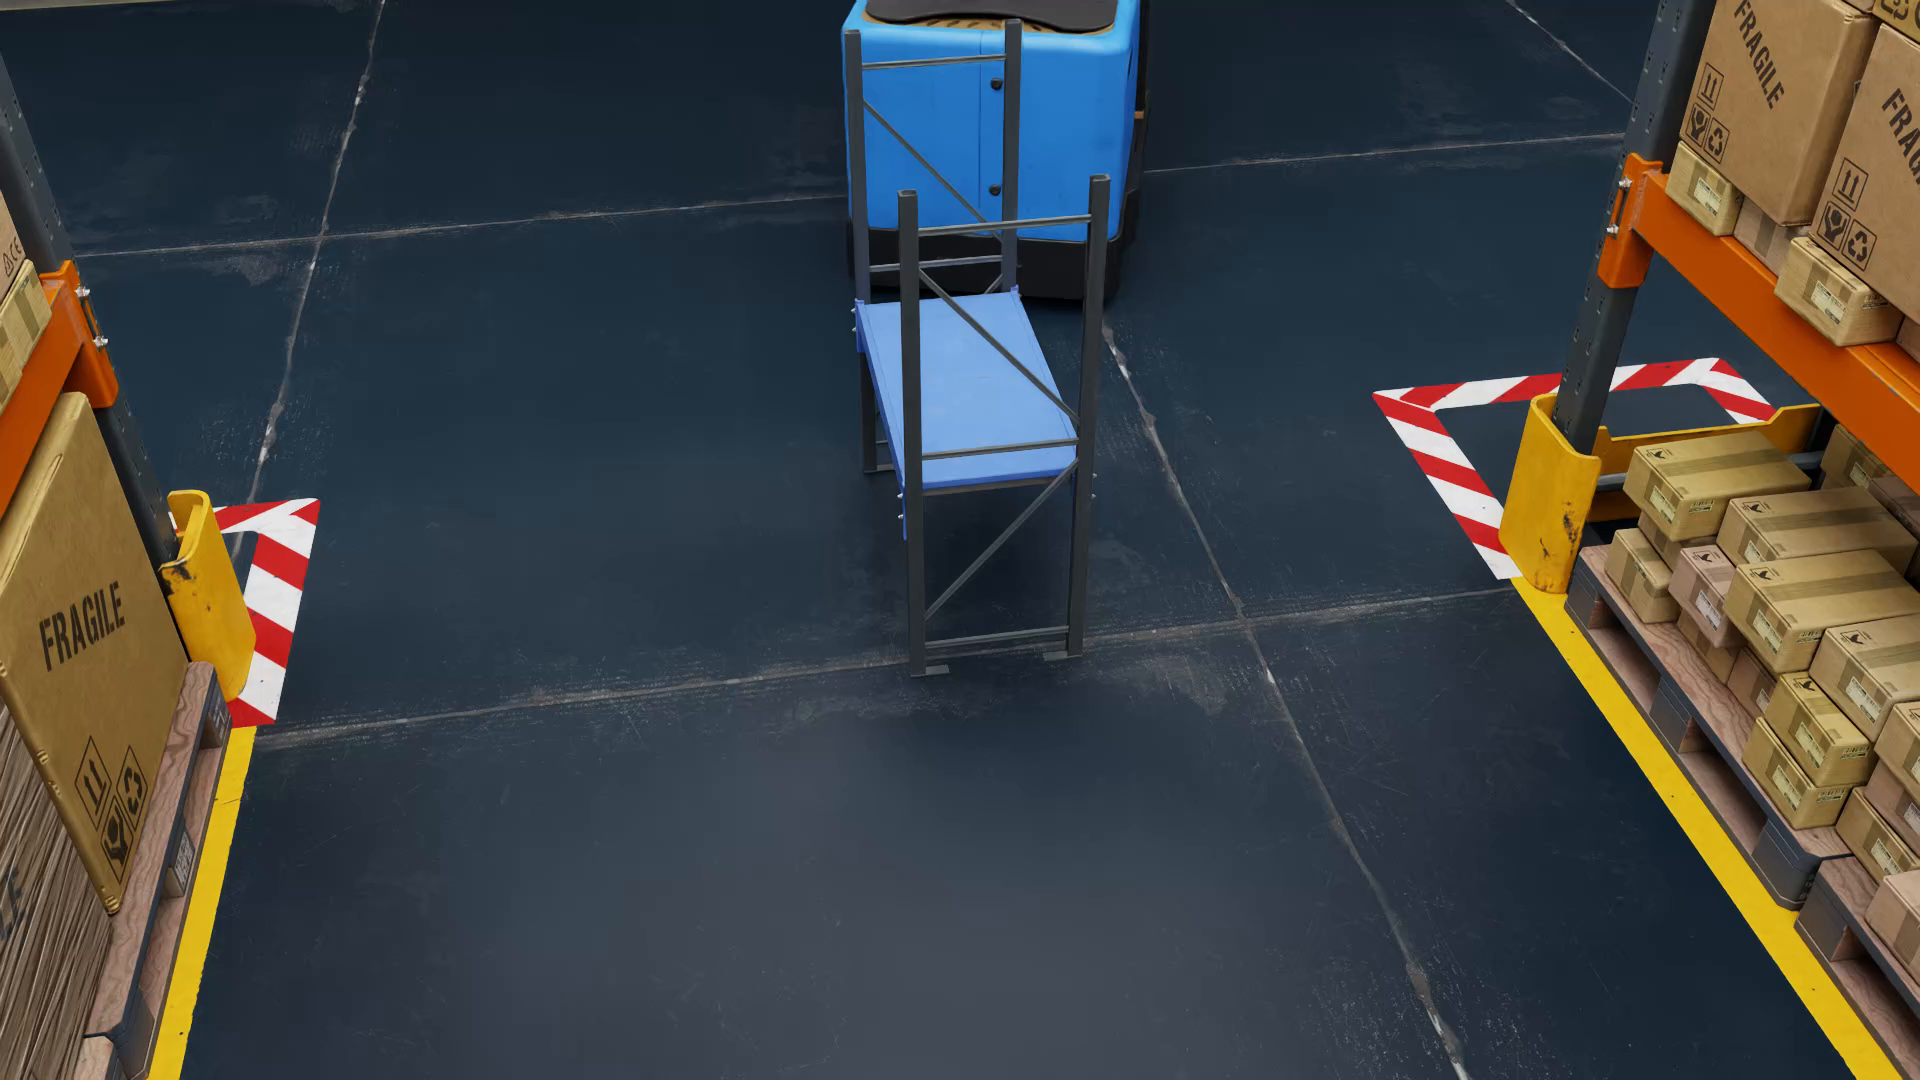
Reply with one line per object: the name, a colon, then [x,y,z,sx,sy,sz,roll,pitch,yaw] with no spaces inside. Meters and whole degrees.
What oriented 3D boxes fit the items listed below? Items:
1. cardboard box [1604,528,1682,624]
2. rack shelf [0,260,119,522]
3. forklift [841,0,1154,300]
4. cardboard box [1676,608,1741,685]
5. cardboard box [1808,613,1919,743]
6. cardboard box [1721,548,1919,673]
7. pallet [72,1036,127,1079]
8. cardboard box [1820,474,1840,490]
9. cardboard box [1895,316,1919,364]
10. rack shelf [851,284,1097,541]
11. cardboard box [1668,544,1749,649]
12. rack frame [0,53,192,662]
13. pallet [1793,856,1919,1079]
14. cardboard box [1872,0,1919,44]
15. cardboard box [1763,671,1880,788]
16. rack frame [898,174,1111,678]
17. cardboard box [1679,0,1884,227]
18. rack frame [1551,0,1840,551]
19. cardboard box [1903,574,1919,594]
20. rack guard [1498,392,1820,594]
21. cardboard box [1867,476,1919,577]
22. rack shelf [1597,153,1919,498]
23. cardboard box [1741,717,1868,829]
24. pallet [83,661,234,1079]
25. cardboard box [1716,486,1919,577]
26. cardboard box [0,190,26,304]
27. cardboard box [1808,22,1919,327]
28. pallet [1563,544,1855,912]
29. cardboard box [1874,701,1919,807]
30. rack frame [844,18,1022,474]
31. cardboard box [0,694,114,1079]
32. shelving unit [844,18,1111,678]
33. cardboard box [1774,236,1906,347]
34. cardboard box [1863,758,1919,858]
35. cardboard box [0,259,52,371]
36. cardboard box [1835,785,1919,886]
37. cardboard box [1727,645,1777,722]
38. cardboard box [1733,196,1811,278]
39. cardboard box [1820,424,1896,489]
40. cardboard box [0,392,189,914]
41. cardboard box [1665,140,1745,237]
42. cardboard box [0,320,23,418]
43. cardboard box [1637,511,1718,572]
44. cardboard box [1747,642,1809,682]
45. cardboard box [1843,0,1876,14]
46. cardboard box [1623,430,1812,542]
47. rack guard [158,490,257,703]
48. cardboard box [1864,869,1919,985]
cardboard box: [2.060,0.084,4.678,0.380,0.149,0.250,-5,38,-7]
rack shelf: [-2.267,0.738,2.441,1.077,0.370,4.000,-6,38,-8]
forklift: [0.287,-2.962,6.674,1.130,2.935,3.031,5,38,7]
cardboard box: [2.186,0.234,4.486,0.380,0.149,0.250,-6,38,-8]
cardboard box: [2.250,0.312,3.900,0.380,0.149,0.250,-8,39,-10]
cardboard box: [2.125,0.171,4.081,0.380,0.149,0.250,-6,38,-8]
pallet: [-2.190,1.557,3.074,1.003,0.211,1.213,-6,38,-8]
cardboard box: [2.657,-0.096,4.667,0.380,0.149,0.250,-7,38,-9]
cardboard box: [2.277,-0.437,3.572,0.380,0.149,0.250,-5,38,-6]
rack shelf: [0.015,-0.399,4.834,0.538,0.185,1.000,-6,38,-8]
cardboard box: [2.115,0.132,4.375,0.380,0.149,0.250,-6,38,-8]
rack frame: [-2.618,-0.754,3.776,1.000,3.000,0.127,-6,38,-8]
pallet: [2.614,1.150,3.597,1.003,0.211,1.213,-6,38,-8]
cardboard box: [2.195,-1.174,3.178,0.500,0.500,0.500,-5,38,-7]
cardboard box: [2.183,0.437,3.982,0.380,0.149,0.250,-5,38,-7]
rack frame: [0.104,-0.234,4.328,0.500,1.500,0.032,-6,38,-8]
cardboard box: [2.090,-1.083,3.875,0.500,0.500,0.500,-5,38,-6]
rack frame: [2.283,-1.226,4.384,1.000,3.000,0.127,-6,38,-8]
cardboard box: [2.649,0.068,4.457,0.380,0.149,0.250,-7,38,-9]
rack guard: [2.296,-0.193,5.092,1.175,0.500,0.348,-6,38,-8]
cardboard box: [2.613,-0.051,4.367,0.380,0.149,0.250,-6,38,-7]
rack shelf: [2.634,0.266,3.050,1.077,0.370,4.000,-6,38,-8]
cardboard box: [2.173,0.549,4.080,0.380,0.149,0.250,-6,38,-7]
pallet: [-2.401,0.822,4.020,1.003,0.211,1.213,-6,38,-8]
cardboard box: [2.207,0.005,4.295,0.380,0.149,0.250,-6,38,-7]
cardboard box: [-2.272,-0.548,3.390,0.500,0.250,0.500,-7,38,-9]
cardboard box: [2.209,-0.762,3.462,0.500,0.500,0.500,-6,38,-8]
pallet: [2.404,0.415,4.544,1.003,0.211,1.213,-6,38,-8]
cardboard box: [2.290,0.481,3.683,0.380,0.149,0.250,-5,38,-6]
rack frame: [-0.074,-0.848,5.119,0.500,1.500,0.032,-6,38,-8]
cardboard box: [-2.267,0.847,3.105,0.875,0.875,0.875,-6,38,-8]
shelving unit: [0.015,-0.541,4.724,0.538,1.500,1.048,-6,38,-8]
cardboard box: [2.097,-0.579,3.755,0.380,0.149,0.250,-7,38,-9]
cardboard box: [2.323,0.587,3.789,0.380,0.149,0.250,-8,39,-10]
cardboard box: [-2.231,-0.475,3.621,0.380,0.149,0.250,-6,38,-7]
cardboard box: [2.312,0.693,3.895,0.380,0.149,0.250,-6,38,-8]
cardboard box: [2.237,0.383,4.294,0.380,0.149,0.250,-6,38,-7]
cardboard box: [2.103,-0.747,3.971,0.380,0.149,0.250,-5,38,-6]
cardboard box: [2.625,-0.209,4.570,0.380,0.149,0.250,-6,38,-7]
cardboard box: [-2.427,0.297,3.812,0.875,0.875,0.875,-6,38,-8]
cardboard box: [2.017,-0.896,4.164,0.380,0.149,0.250,-7,38,-8]
cardboard box: [-2.184,-0.318,3.420,0.380,0.149,0.250,-6,38,-7]
cardboard box: [2.122,-0.040,4.595,0.380,0.149,0.250,-5,38,-6]
cardboard box: [2.245,0.270,4.197,0.380,0.149,0.250,-6,38,-7]
cardboard box: [2.100,-1.479,3.569,0.500,0.500,0.500,-6,38,-8]
cardboard box: [2.040,-0.148,4.493,0.380,0.149,0.250,-8,39,-10]
rack guard: [-2.622,0.219,4.561,1.175,0.500,0.348,-6,38,-8]
cardboard box: [2.270,0.853,3.689,0.380,0.149,0.250,-8,39,-10]
